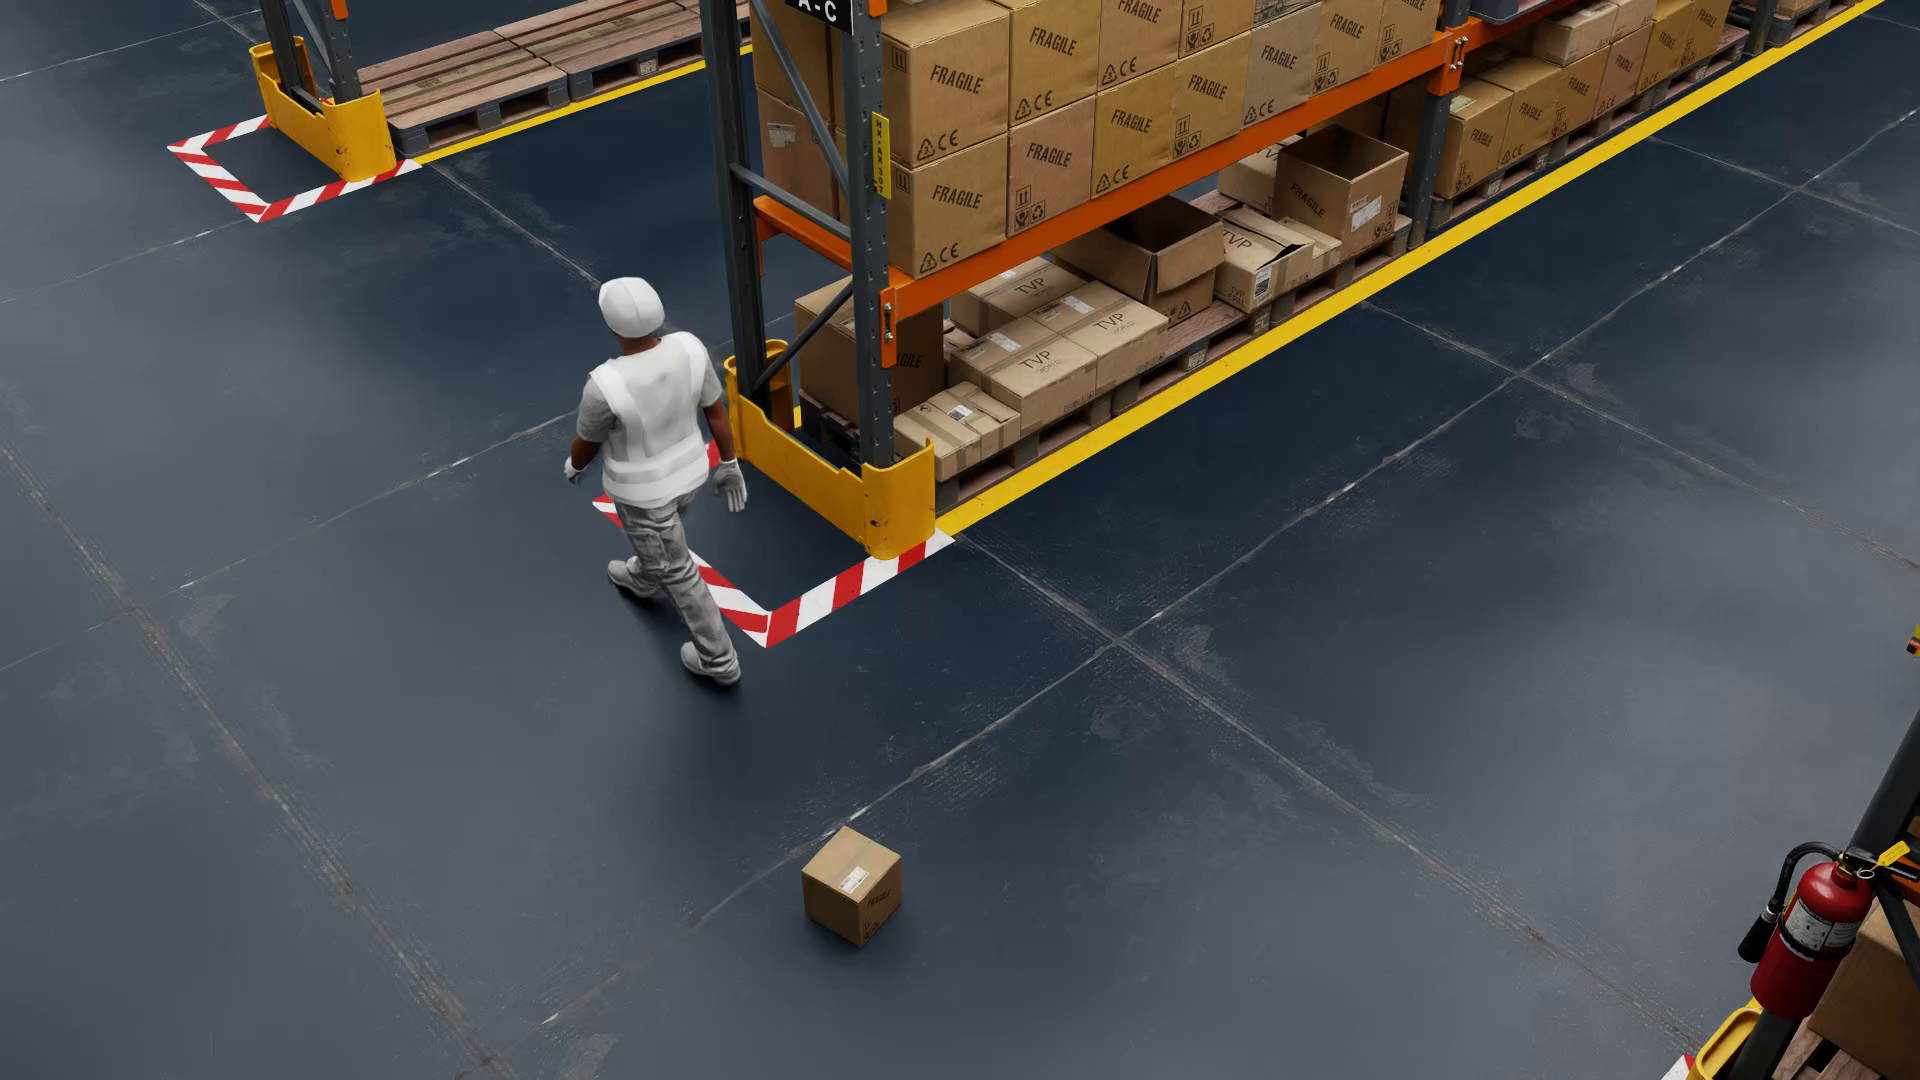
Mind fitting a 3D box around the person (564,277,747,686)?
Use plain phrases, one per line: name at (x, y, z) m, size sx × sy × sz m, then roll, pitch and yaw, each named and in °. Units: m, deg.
person at (-1.250, -0.289, 6.468) m, size 0.969 × 1.741 × 0.545 m, roll 28°, pitch 47°, yaw 29°
